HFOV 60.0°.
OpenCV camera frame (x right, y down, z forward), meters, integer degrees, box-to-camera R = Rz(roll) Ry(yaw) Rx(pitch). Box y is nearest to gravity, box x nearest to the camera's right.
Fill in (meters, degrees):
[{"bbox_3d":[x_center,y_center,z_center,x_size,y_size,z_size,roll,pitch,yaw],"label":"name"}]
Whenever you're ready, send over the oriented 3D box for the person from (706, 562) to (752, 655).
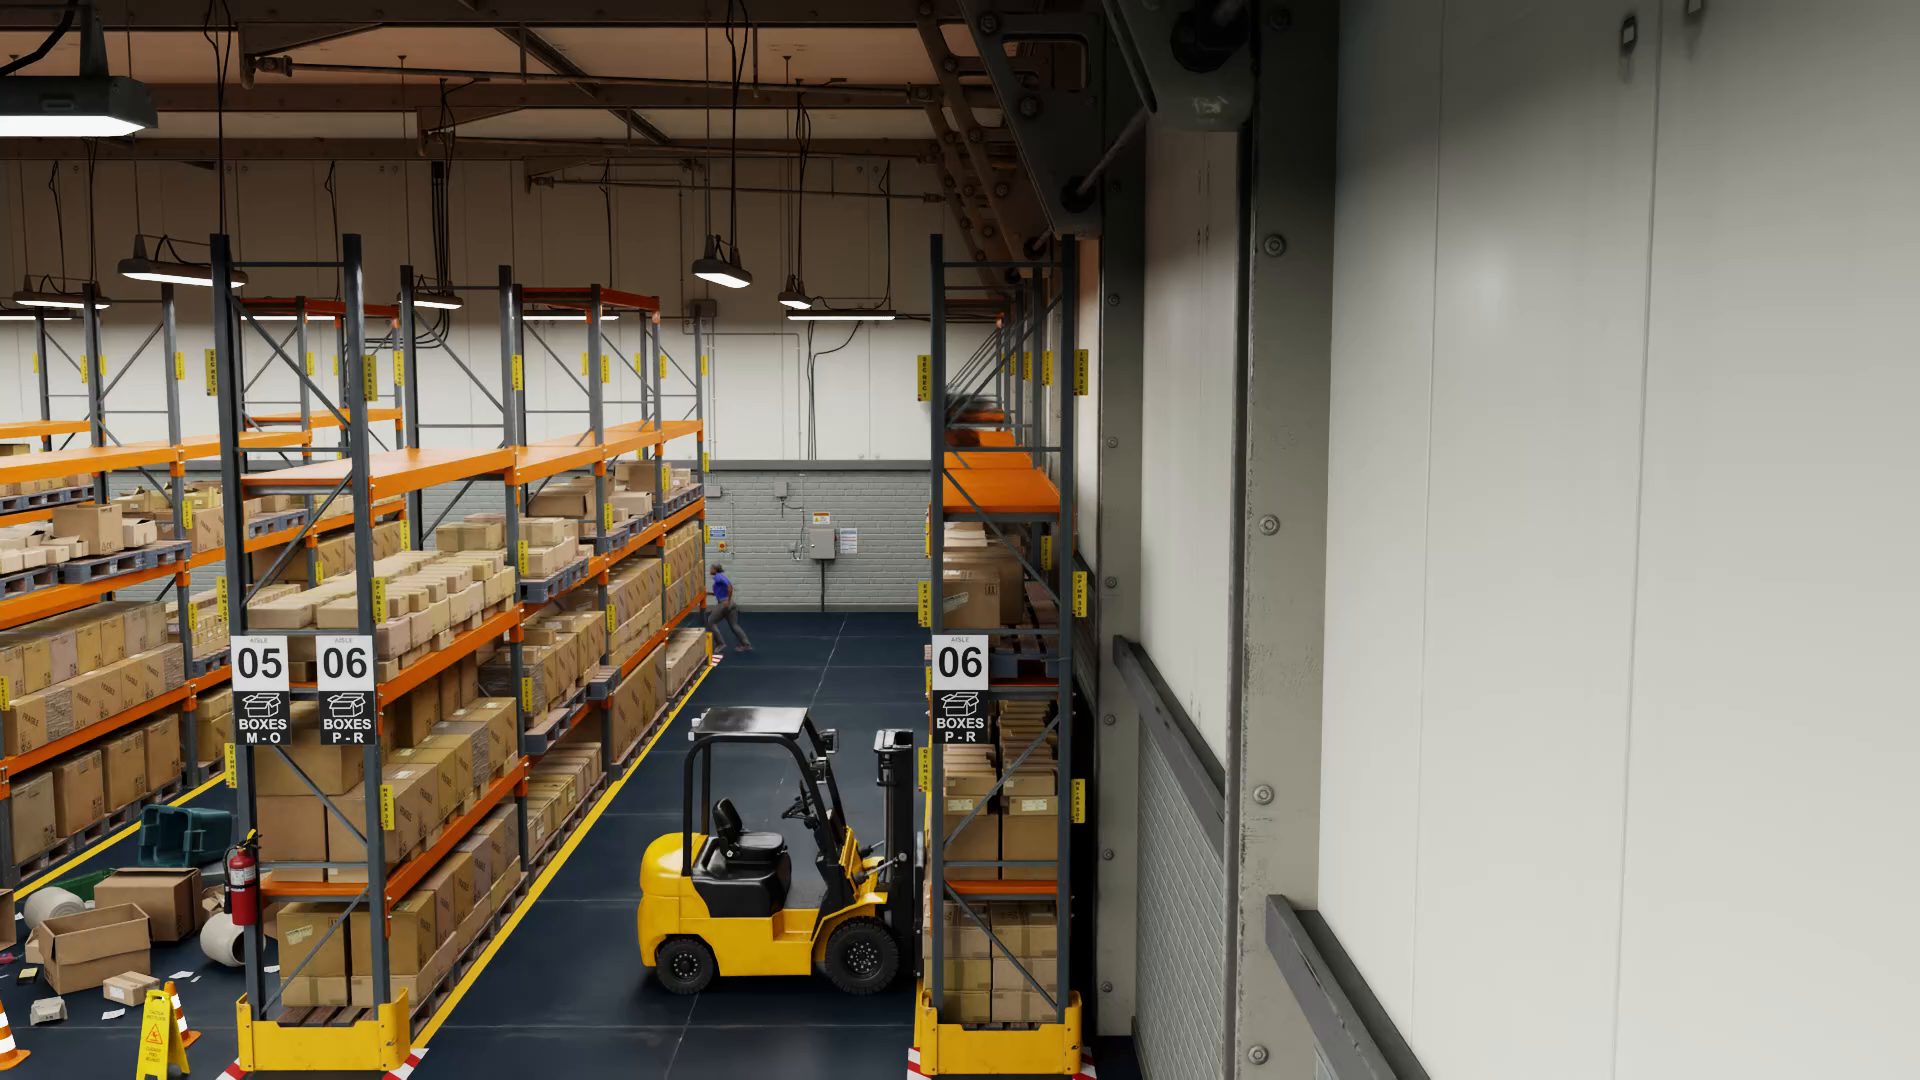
[{"bbox_3d":[-4.083,1.183,28.890,0.914,1.607,0.502,1,6,8],"label":"person"}]
